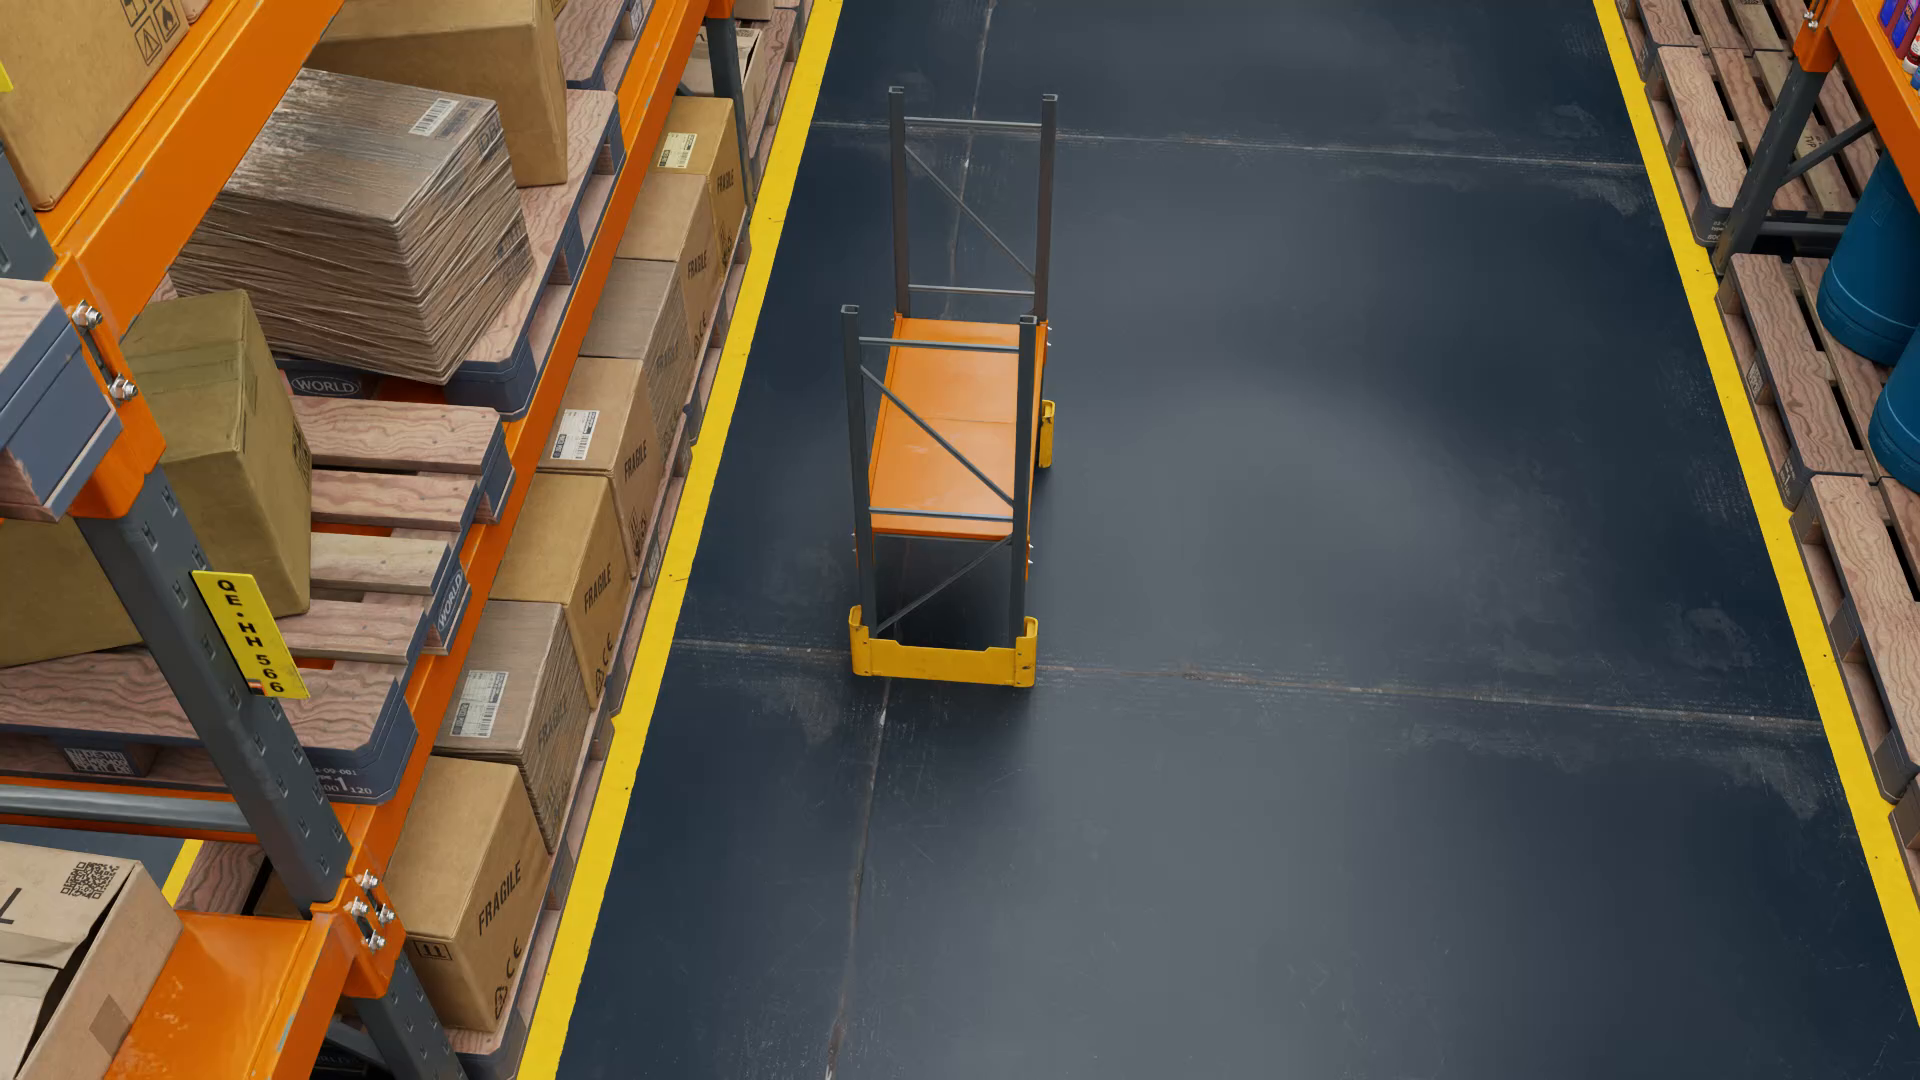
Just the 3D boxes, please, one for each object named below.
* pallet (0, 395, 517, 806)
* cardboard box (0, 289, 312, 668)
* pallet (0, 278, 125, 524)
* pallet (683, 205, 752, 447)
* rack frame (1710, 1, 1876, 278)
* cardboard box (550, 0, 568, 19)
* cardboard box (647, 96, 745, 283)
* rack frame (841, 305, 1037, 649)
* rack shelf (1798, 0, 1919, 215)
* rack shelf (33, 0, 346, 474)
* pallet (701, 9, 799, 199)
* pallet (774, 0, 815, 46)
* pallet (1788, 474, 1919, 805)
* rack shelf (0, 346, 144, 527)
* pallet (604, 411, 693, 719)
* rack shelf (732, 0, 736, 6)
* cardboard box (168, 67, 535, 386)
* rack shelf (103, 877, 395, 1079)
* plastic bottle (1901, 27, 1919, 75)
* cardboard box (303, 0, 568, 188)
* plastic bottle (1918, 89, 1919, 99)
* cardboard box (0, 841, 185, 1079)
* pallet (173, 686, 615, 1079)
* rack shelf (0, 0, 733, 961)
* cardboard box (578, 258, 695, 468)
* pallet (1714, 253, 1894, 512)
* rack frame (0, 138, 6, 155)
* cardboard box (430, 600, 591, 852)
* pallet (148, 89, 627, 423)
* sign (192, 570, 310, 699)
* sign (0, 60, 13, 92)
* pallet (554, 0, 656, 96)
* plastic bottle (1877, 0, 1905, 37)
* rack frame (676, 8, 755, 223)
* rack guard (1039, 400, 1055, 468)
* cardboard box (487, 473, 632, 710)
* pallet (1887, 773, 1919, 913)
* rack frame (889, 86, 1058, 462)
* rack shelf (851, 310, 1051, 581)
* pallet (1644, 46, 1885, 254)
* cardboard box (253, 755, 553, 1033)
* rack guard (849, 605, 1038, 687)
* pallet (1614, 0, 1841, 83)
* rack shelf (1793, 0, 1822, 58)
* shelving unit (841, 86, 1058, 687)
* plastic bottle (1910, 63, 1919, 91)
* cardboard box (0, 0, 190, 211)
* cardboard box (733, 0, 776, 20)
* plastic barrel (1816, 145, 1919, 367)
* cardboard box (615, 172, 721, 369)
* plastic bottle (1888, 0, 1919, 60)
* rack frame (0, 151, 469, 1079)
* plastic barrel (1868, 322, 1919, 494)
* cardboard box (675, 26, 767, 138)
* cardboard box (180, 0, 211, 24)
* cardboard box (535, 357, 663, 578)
[{"bbox_3d":[-1.744,0.081,3.773,1.213,0.211,1.003,4,48,4],"label":"pallet"},{"bbox_3d":[-1.790,-0.127,3.481,0.700,0.500,0.500,-11,48,-10],"label":"cardboard box"},{"bbox_3d":[-1.708,0.075,1.743,1.213,0.211,1.003,6,48,5],"label":"pallet"},{"bbox_3d":[-1.408,-0.879,6.411,1.003,0.211,1.213,4,48,4],"label":"pallet"},{"bbox_3d":[3.561,-2.084,5.623,1.000,3.000,0.127,4,48,4],"label":"rack frame"},{"bbox_3d":[-1.637,-1.753,4.968,0.700,0.500,0.500,11,48,10],"label":"cardboard box"},{"bbox_3d":[-1.131,-1.343,6.341,0.500,0.500,0.500,4,48,3],"label":"cardboard box"},{"bbox_3d":[-0.054,-0.070,4.798,0.500,1.500,0.032,4,48,4],"label":"rack frame"},{"bbox_3d":[3.379,-0.372,4.545,1.077,0.370,4.000,4,48,4],"label":"rack shelf"},{"bbox_3d":[-1.553,-1.720,3.745,1.077,0.370,4.000,4,48,4],"label":"rack shelf"},{"bbox_3d":[-1.308,-1.983,7.421,1.003,0.211,1.213,4,48,4],"label":"pallet"},{"bbox_3d":[-1.199,-2.882,8.243,1.003,0.211,1.213,4,48,4],"label":"pallet"},{"bbox_3d":[3.341,0.320,5.314,1.003,0.211,1.213,4,48,4],"label":"pallet"},{"bbox_3d":[-1.918,1.219,1.057,1.077,0.370,4.000,4,48,4],"label":"rack shelf"},{"bbox_3d":[-1.516,0.020,5.588,1.003,0.211,1.213,4,48,4],"label":"pallet"},{"bbox_3d":[-1.189,-3.647,7.540,1.077,0.370,4.000,4,48,4],"label":"rack shelf"},{"bbox_3d":[-1.517,-0.786,4.084,0.700,0.500,0.500,12,49,11],"label":"cardboard box"},{"bbox_3d":[-1.918,2.232,2.164,1.077,0.370,4.000,4,48,4],"label":"rack shelf"},{"bbox_3d":[3.099,-1.592,5.308,0.097,0.201,0.097,0,48,0],"label":"plastic bottle"},{"bbox_3d":[-1.471,-1.293,4.548,0.700,0.500,0.500,-7,48,-6],"label":"cardboard box"},{"bbox_3d":[3.106,-1.459,5.136,0.152,0.276,0.135,4,48,4],"label":"plastic bottle"},{"bbox_3d":[-1.812,0.814,3.033,0.500,0.311,0.500,7,48,6],"label":"cardboard box"},{"bbox_3d":[-1.630,0.914,4.771,1.003,0.211,1.213,4,48,4],"label":"pallet"},{"bbox_3d":[-1.553,-0.708,4.852,1.077,0.370,4.000,4,48,4],"label":"rack shelf"},{"bbox_3d":[-1.230,-0.612,5.673,0.500,0.500,0.500,4,48,4],"label":"cardboard box"},{"bbox_3d":[3.449,-0.579,6.136,1.003,0.211,1.213,4,48,4],"label":"pallet"},{"bbox_3d":[-1.736,-1.505,1.029,1.000,3.000,0.127,4,48,4],"label":"rack frame"},{"bbox_3d":[-1.367,0.514,4.643,0.500,0.500,0.500,2,48,2],"label":"cardboard box"},{"bbox_3d":[-1.563,-0.845,4.620,1.003,0.211,1.213,4,48,4],"label":"pallet"},{"bbox_3d":[-1.183,0.163,2.783,0.100,0.325,0.005,4,48,4],"label":"sign"},{"bbox_3d":[-1.184,-0.651,1.876,0.100,0.325,0.005,4,48,4],"label":"sign"},{"bbox_3d":[-1.553,-1.775,5.471,1.003,0.211,1.213,4,48,4],"label":"pallet"},{"bbox_3d":[3.103,-1.804,5.446,0.061,0.283,0.133,4,48,4],"label":"plastic bottle"},{"bbox_3d":[-1.371,-2.420,5.931,1.000,3.000,0.127,4,48,4],"label":"rack frame"},{"bbox_3d":[0.038,-0.394,5.941,0.587,0.250,0.087,4,48,4],"label":"rack guard"},{"bbox_3d":[-1.317,0.146,4.980,0.500,0.500,0.500,3,48,3],"label":"cardboard box"},{"bbox_3d":[3.227,1.214,4.496,1.003,0.211,1.213,4,48,4],"label":"pallet"},{"bbox_3d":[0.039,-0.817,5.481,0.500,1.500,0.032,4,48,4],"label":"rack frame"},{"bbox_3d":[-0.008,-0.322,5.272,0.538,0.185,1.000,4,48,4],"label":"rack shelf"},{"bbox_3d":[3.590,-1.686,7.149,1.003,0.211,1.213,4,48,4],"label":"pallet"},{"bbox_3d":[-1.410,0.899,4.291,0.500,0.500,0.500,6,48,5],"label":"cardboard box"},{"bbox_3d":[-0.052,0.338,5.272,0.587,0.250,0.087,4,48,4],"label":"rack guard"},{"bbox_3d":[3.698,-2.585,7.971,1.003,0.211,1.213,4,48,4],"label":"pallet"},{"bbox_3d":[3.744,-3.311,7.233,1.077,0.370,4.000,4,48,4],"label":"rack shelf"},{"bbox_3d":[-0.007,-0.450,5.145,0.587,1.500,1.083,4,48,4],"label":"shelving unit"},{"bbox_3d":[3.090,-1.544,5.217,0.097,0.271,0.097,0,48,0],"label":"plastic bottle"},{"bbox_3d":[-1.729,-0.850,2.394,0.910,0.500,0.500,4,48,4],"label":"cardboard box"},{"bbox_3d":[-1.049,-2.542,7.665,0.380,0.166,0.250,4,48,4],"label":"cardboard box"},{"bbox_3d":[3.495,-1.119,5.878,0.600,0.901,0.708,4,48,4],"label":"plastic barrel"},{"bbox_3d":[-1.184,-0.980,6.010,0.500,0.500,0.500,4,48,4],"label":"cardboard box"},{"bbox_3d":[3.091,-1.706,5.357,0.061,0.283,0.133,4,48,4],"label":"plastic bottle"},{"bbox_3d":[-1.736,0.519,3.242,1.000,3.000,0.127,4,48,4],"label":"rack frame"},{"bbox_3d":[3.430,-0.599,5.402,0.600,0.901,0.708,4,48,4],"label":"plastic barrel"},{"bbox_3d":[-1.117,-1.955,7.029,0.500,0.311,0.500,4,48,4],"label":"cardboard box"},{"bbox_3d":[-1.683,-1.224,2.737,0.910,0.500,0.500,4,48,4],"label":"cardboard box"},{"bbox_3d":[-1.274,-0.238,5.331,0.500,0.500,0.500,2,48,2],"label":"cardboard box"}]
